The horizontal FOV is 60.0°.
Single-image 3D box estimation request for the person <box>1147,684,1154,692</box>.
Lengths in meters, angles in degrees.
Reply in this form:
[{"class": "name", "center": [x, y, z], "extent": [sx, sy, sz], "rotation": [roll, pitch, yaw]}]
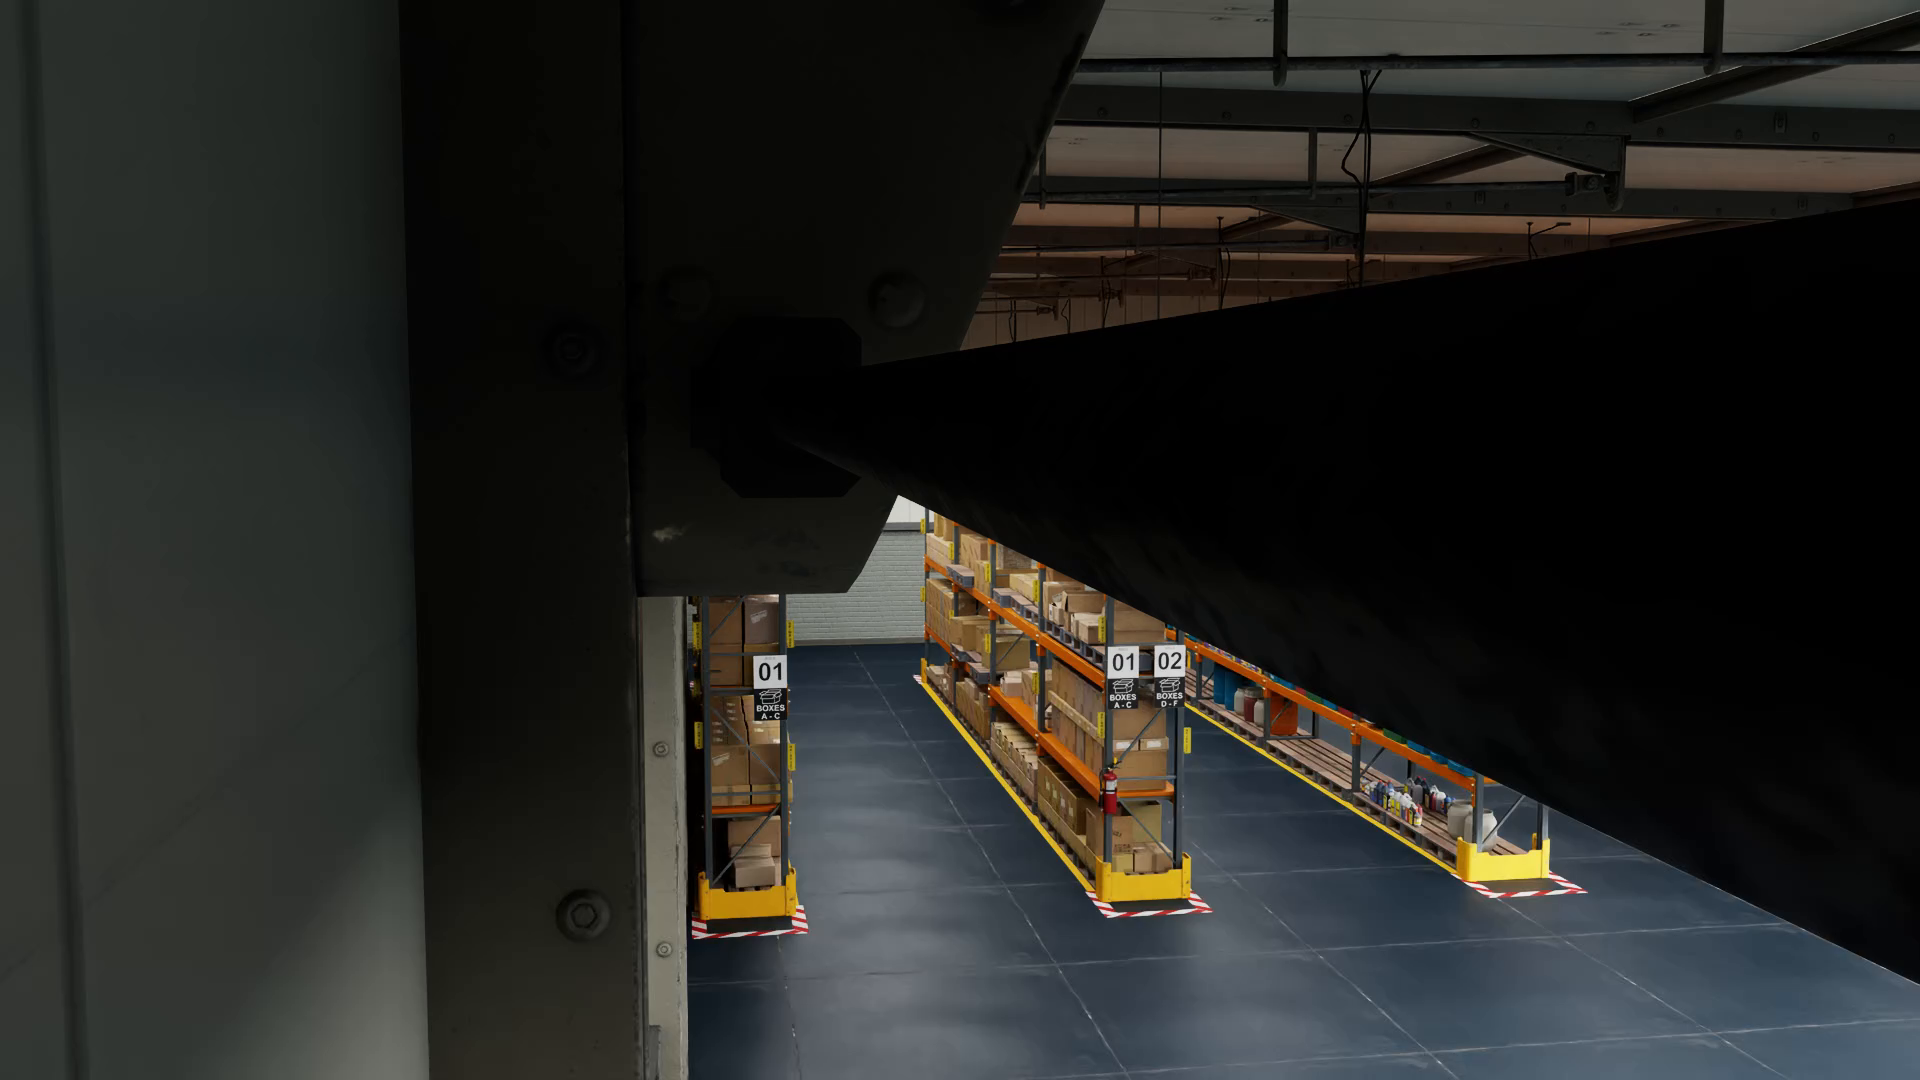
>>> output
[{"class": "person", "center": [3.734, 2.481, 33.741], "extent": [0.600, 1.771, 0.572], "rotation": [-4, 6, -39]}]
